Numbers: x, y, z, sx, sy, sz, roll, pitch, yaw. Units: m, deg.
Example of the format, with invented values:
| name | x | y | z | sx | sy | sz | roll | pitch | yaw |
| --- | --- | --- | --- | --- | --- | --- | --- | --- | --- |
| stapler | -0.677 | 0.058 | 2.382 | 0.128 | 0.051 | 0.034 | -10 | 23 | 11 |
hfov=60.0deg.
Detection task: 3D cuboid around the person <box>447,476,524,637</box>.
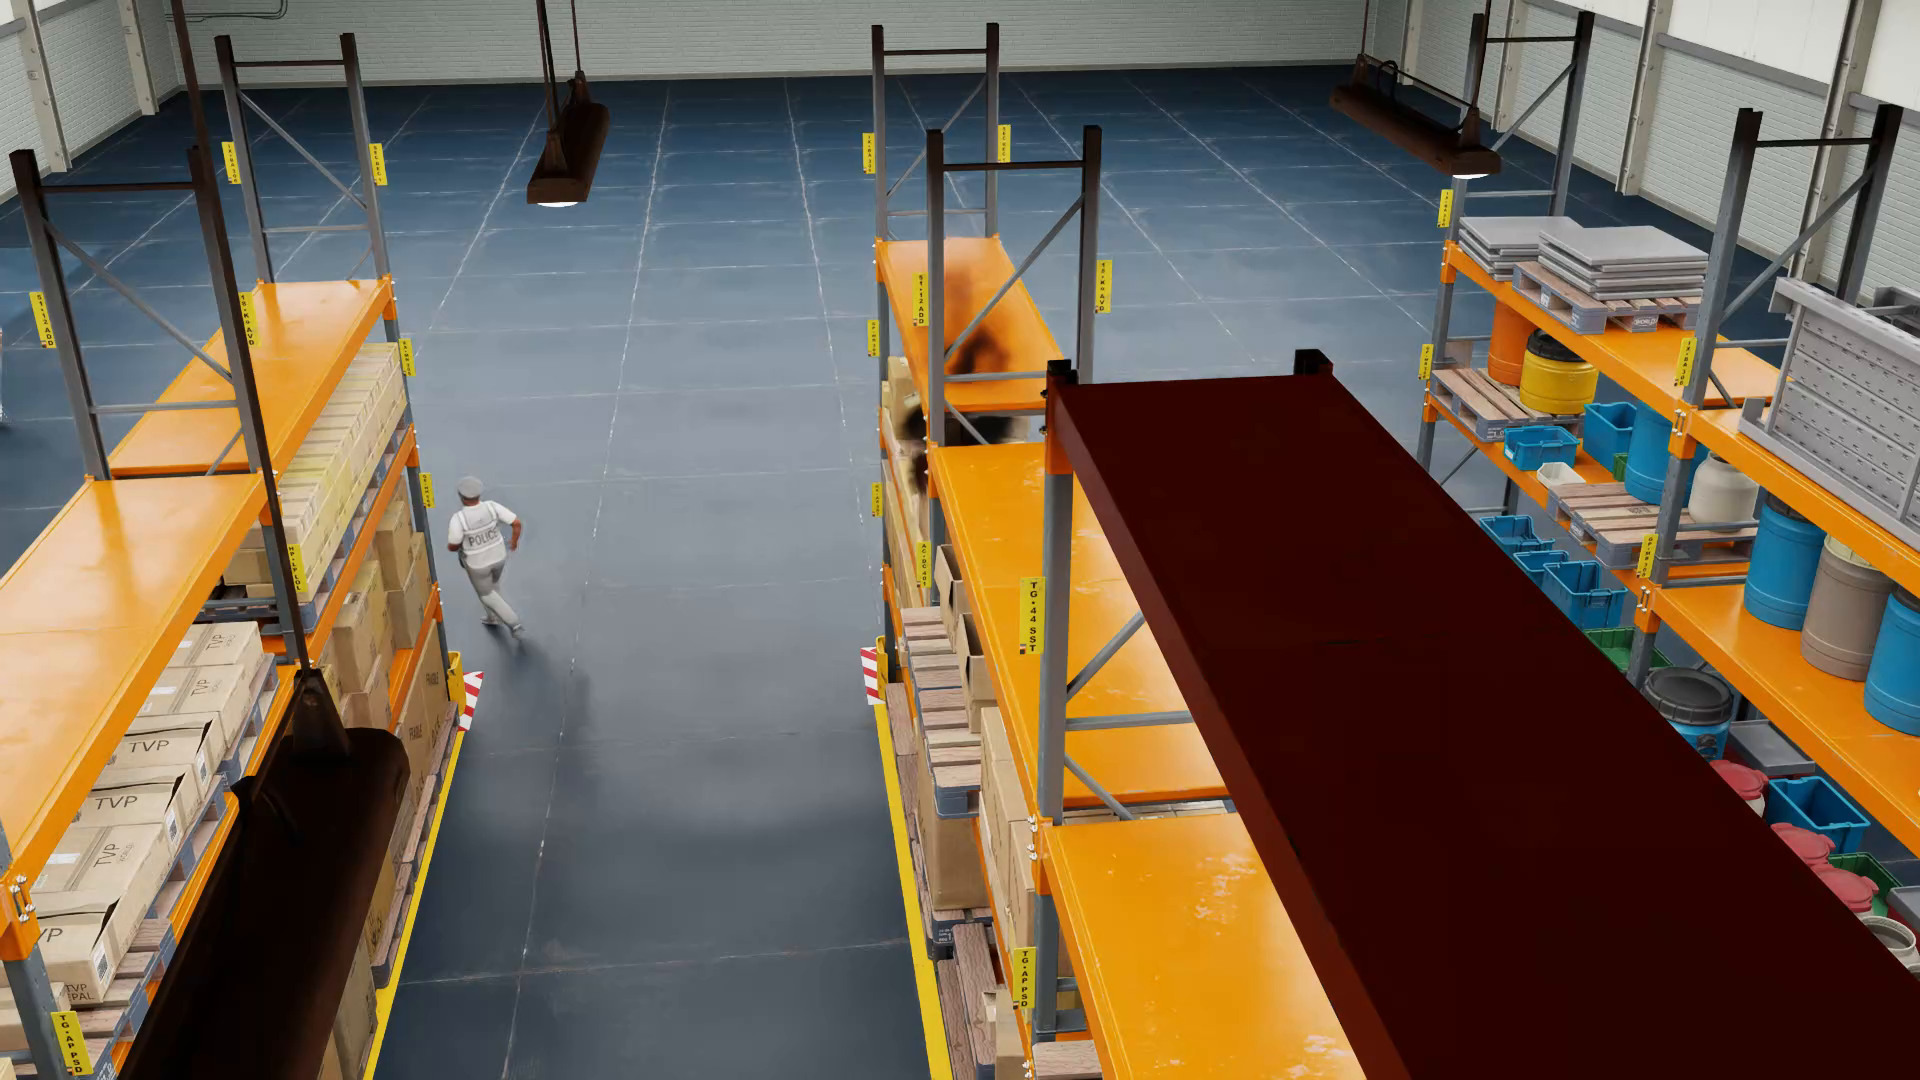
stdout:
| name | x | y | z | sx | sy | sz | roll | pitch | yaw |
| --- | --- | --- | --- | --- | --- | --- | --- | --- | --- |
| person | -4.631 | 0.186 | 16.097 | 0.700 | 1.771 | 0.858 | -23 | 34 | -39 |
